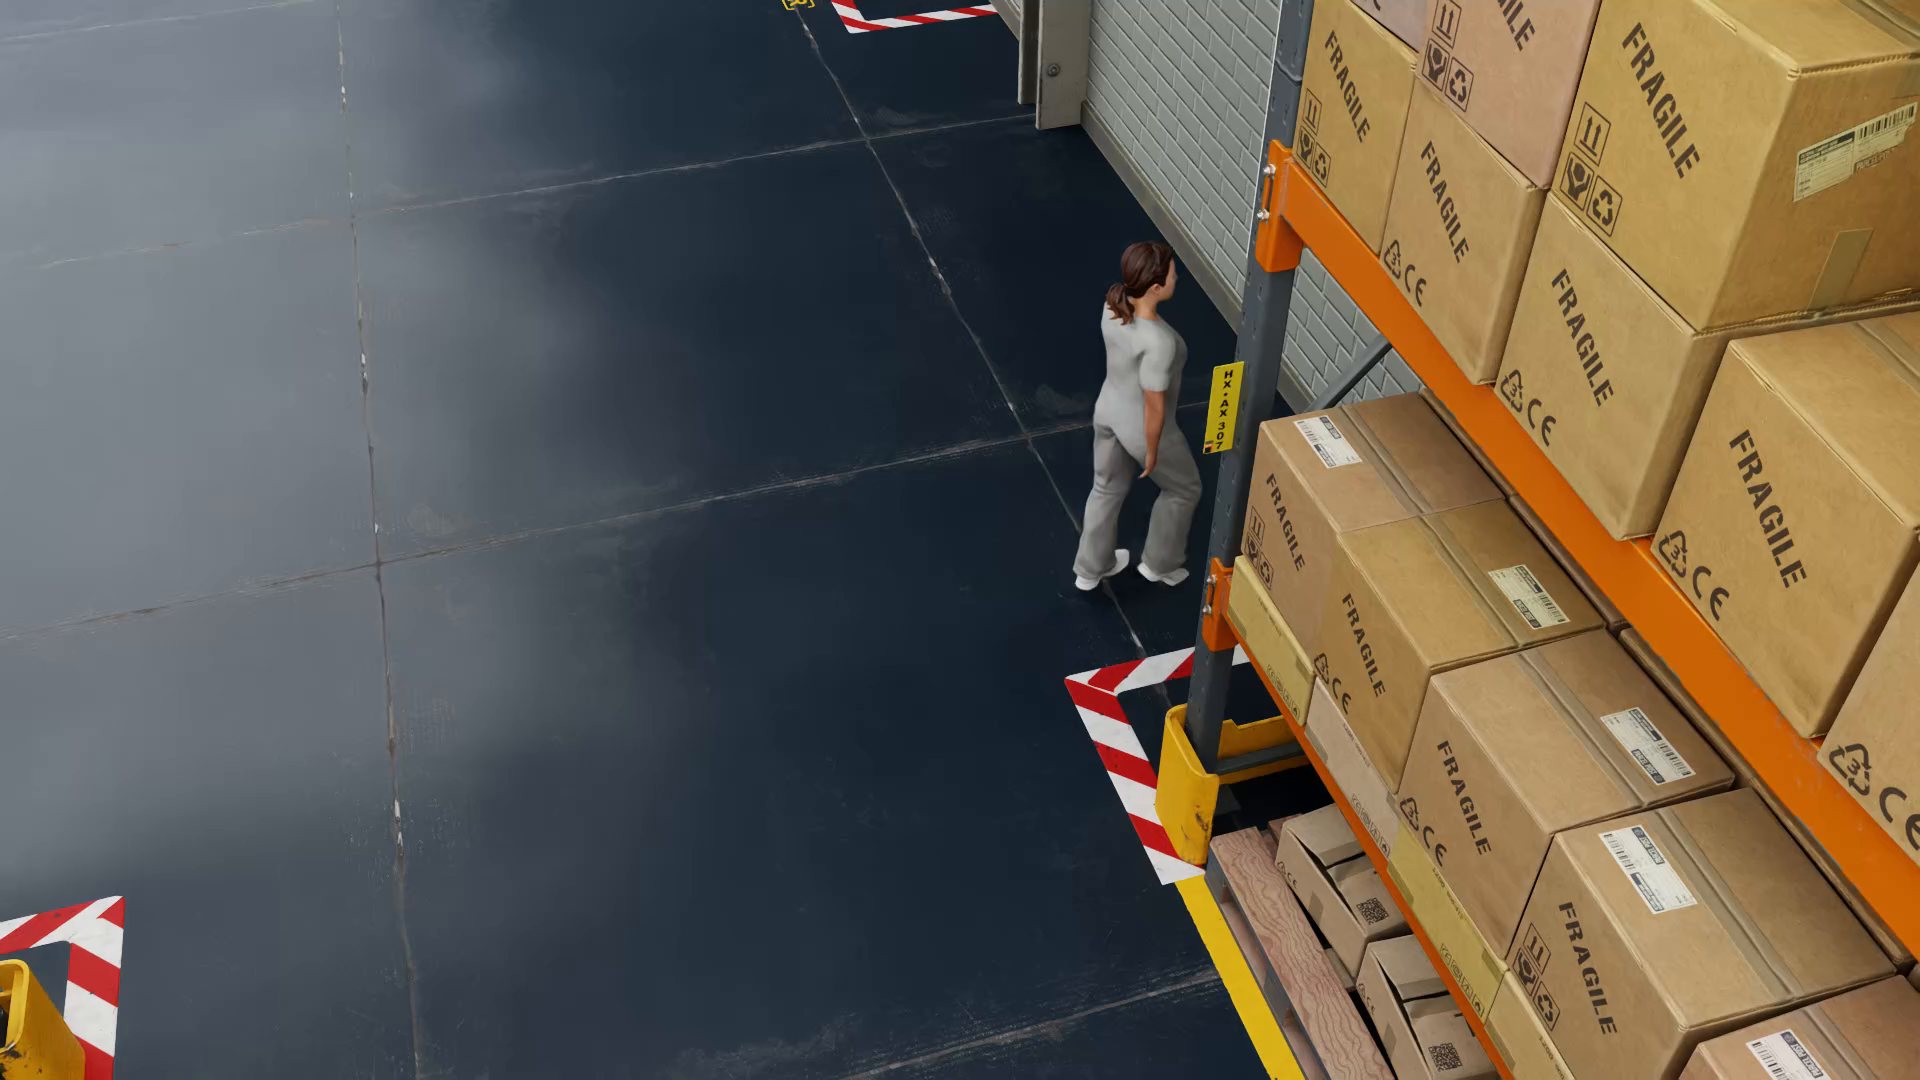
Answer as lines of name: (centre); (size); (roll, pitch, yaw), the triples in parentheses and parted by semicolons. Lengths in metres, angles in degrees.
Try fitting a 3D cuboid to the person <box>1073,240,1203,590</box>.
person: (0.733, -0.445, 6.668); (0.513, 1.736, 0.460); (-24, 47, -24)
